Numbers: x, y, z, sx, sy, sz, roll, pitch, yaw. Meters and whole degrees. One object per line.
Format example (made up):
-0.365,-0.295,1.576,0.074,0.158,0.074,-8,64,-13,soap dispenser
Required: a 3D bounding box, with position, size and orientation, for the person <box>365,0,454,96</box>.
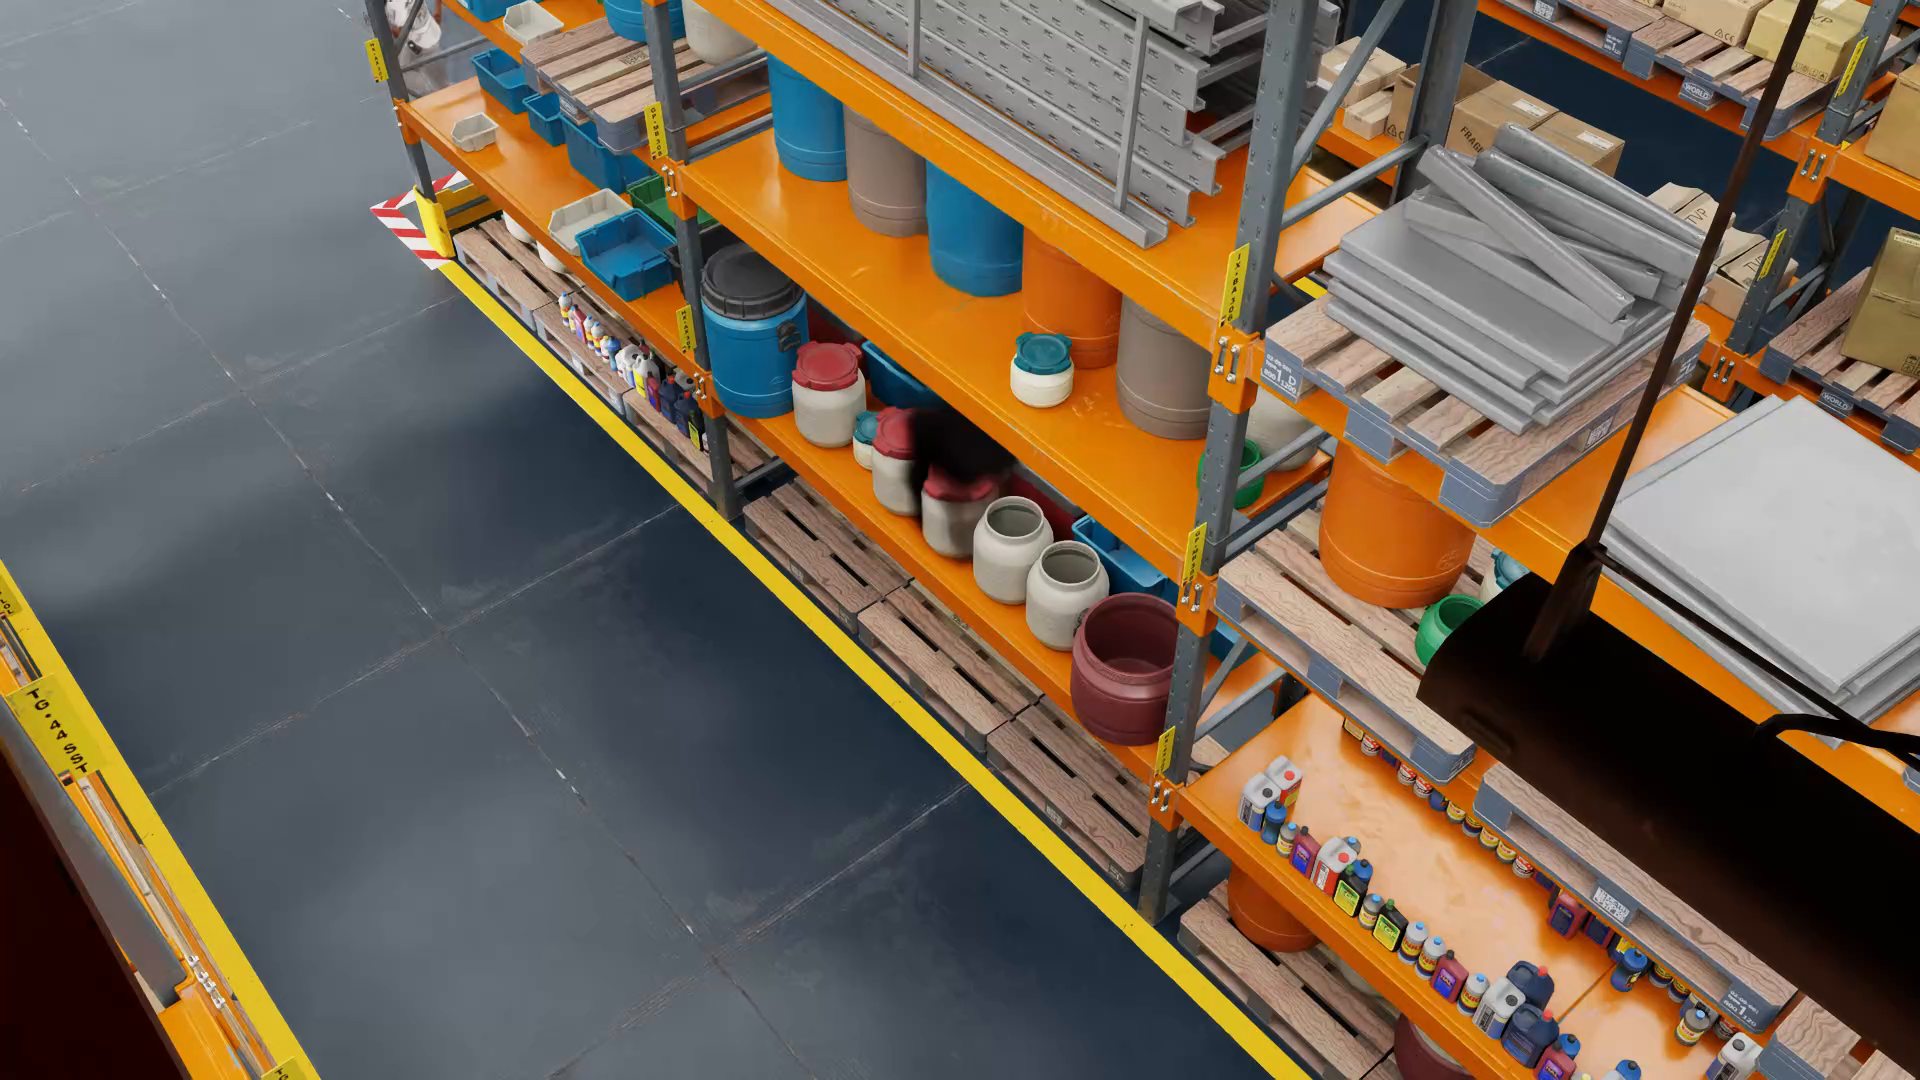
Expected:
-4.440,-4.081,13.703,0.757,1.708,0.581,-3,47,-3,person
